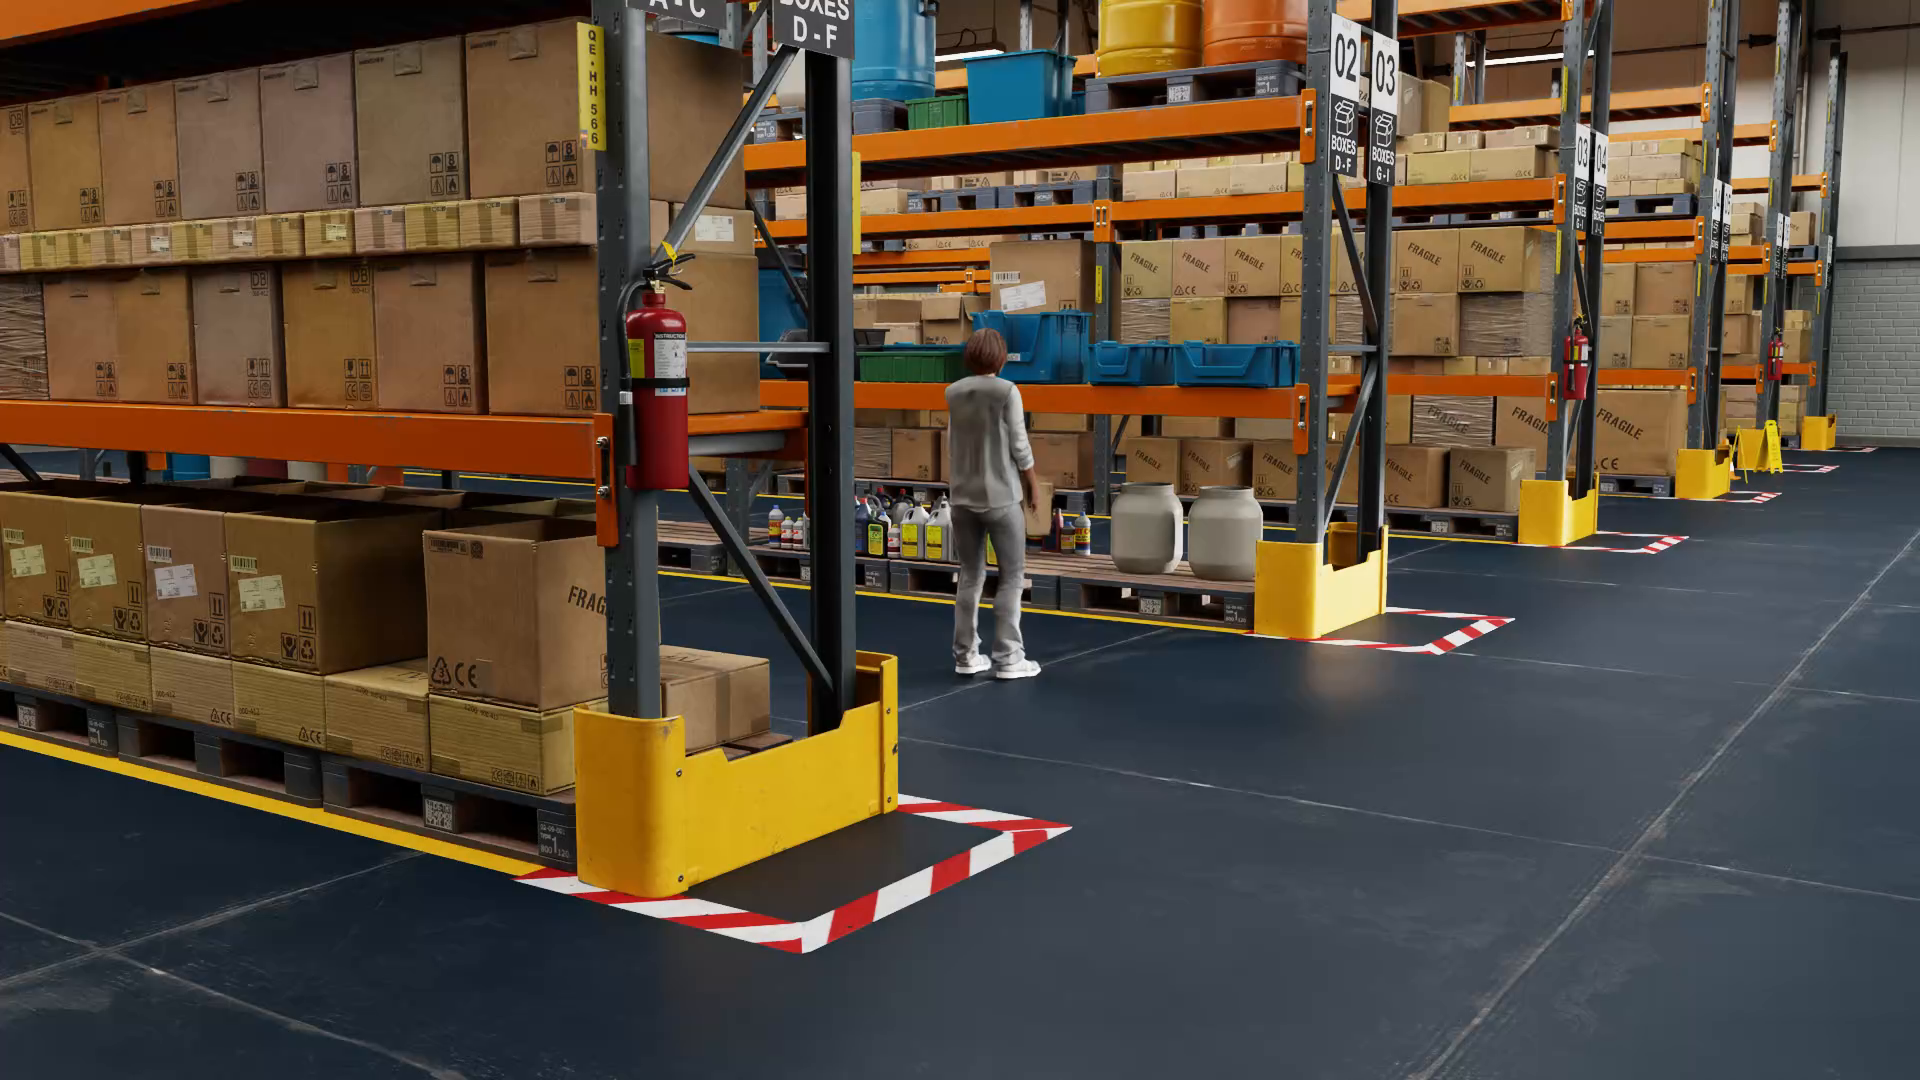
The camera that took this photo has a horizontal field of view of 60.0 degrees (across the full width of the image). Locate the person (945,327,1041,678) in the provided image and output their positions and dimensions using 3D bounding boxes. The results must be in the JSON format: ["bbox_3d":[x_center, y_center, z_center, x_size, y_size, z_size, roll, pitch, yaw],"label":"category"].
[{"bbox_3d":[0.145,-0.171,7.653,0.444,1.603,0.397,4,8,33],"label":"person"}]
